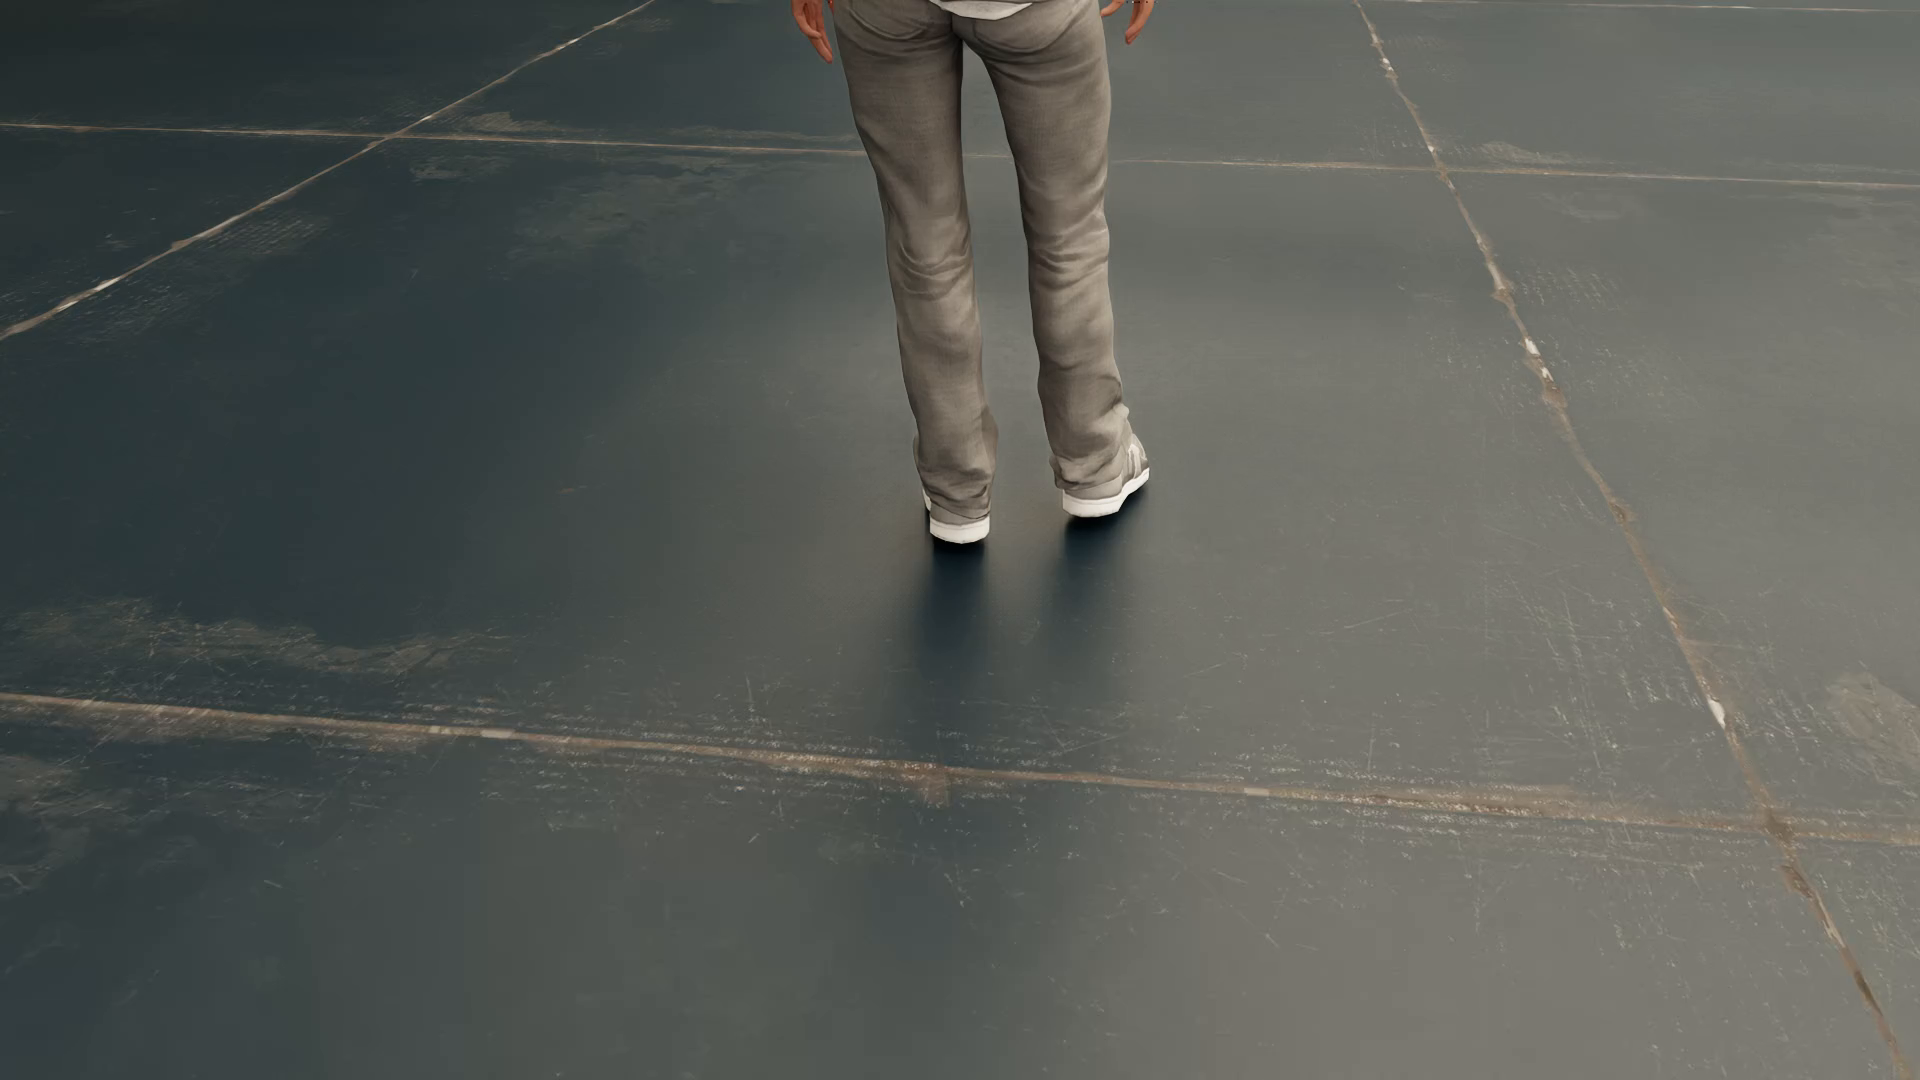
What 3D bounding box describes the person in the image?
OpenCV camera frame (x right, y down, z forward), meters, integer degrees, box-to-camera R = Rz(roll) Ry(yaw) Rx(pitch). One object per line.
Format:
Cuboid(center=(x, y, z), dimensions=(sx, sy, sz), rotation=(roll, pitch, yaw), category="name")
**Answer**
Cuboid(center=(0.024, -0.754, 2.205), dimensions=(0.520, 1.599, 0.473), rotation=(3, 27, 7), category="person")
